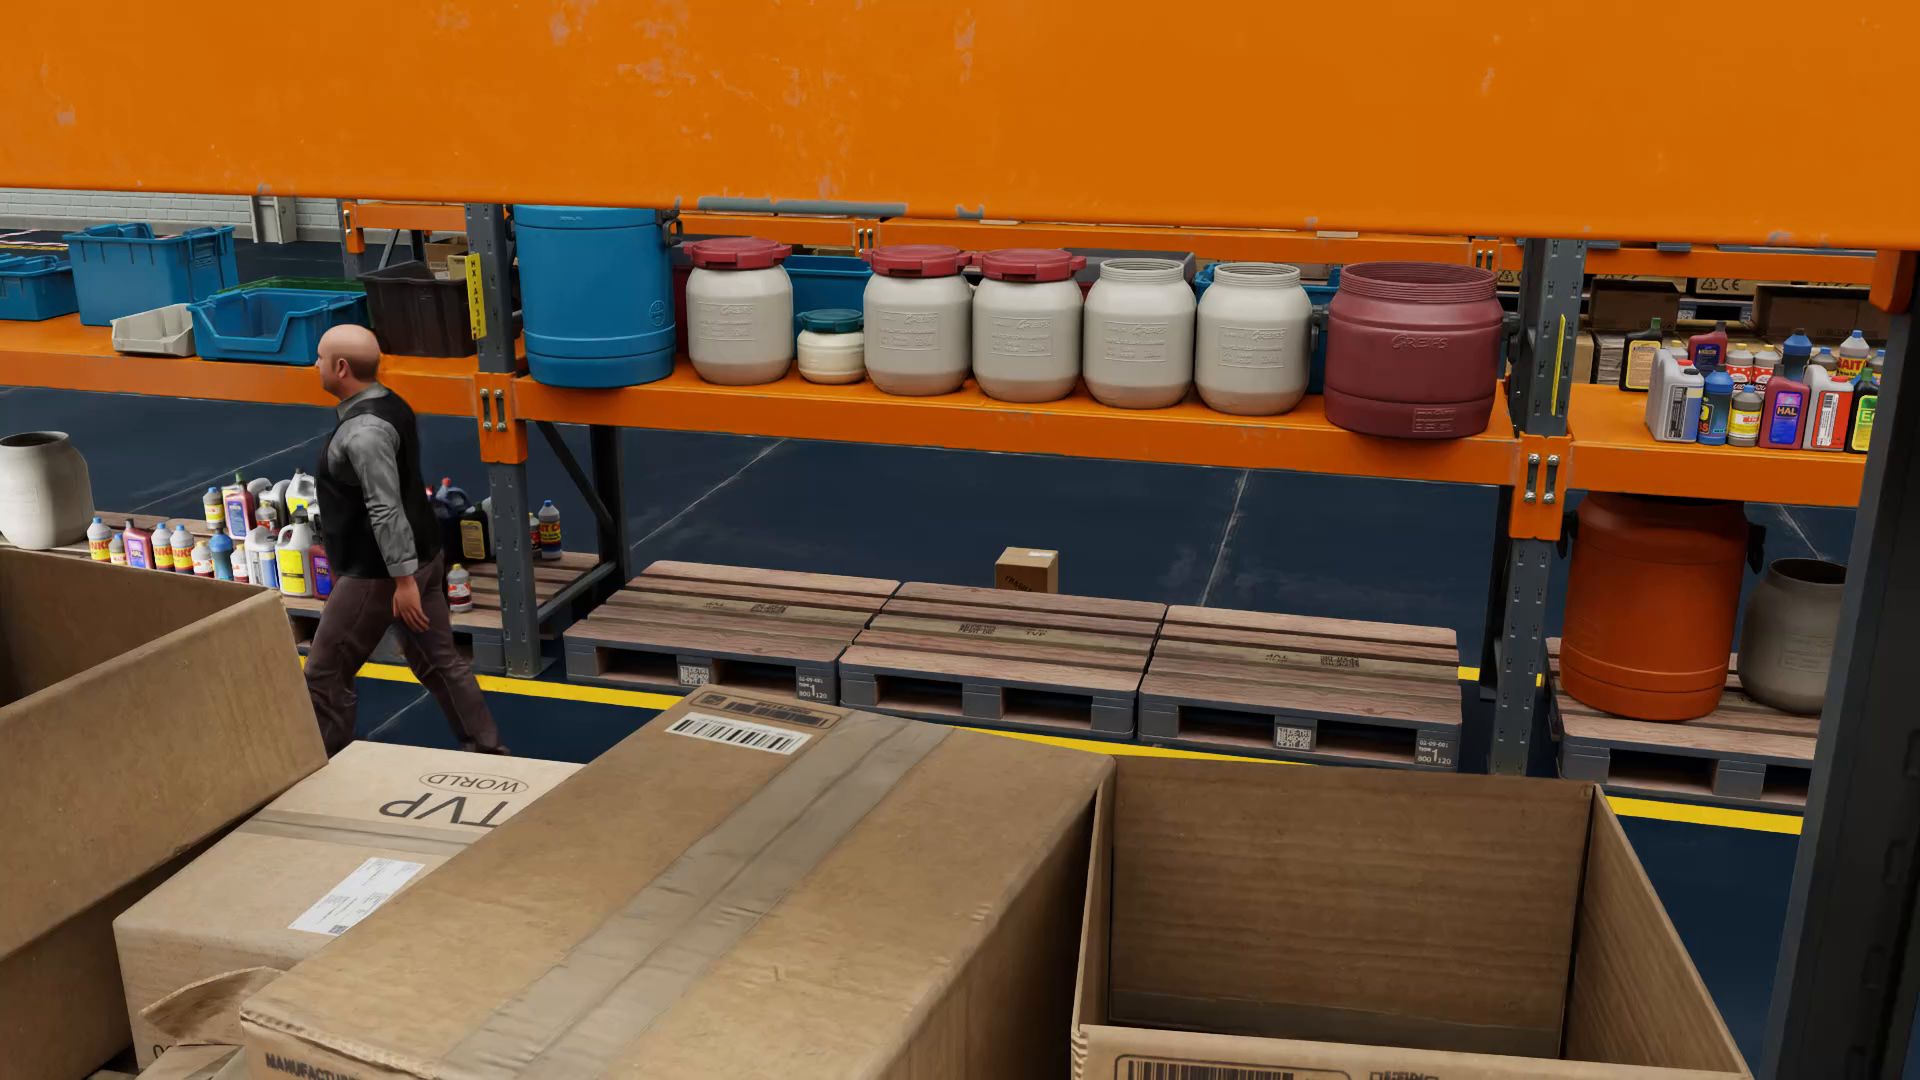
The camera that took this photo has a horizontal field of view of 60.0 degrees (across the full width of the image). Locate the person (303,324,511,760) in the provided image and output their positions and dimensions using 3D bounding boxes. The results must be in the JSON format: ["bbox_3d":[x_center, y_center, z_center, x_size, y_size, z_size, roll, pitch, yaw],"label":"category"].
[{"bbox_3d":[-2.050,0.105,5.764,0.847,1.714,0.589,-1,18,-3],"label":"person"}]
